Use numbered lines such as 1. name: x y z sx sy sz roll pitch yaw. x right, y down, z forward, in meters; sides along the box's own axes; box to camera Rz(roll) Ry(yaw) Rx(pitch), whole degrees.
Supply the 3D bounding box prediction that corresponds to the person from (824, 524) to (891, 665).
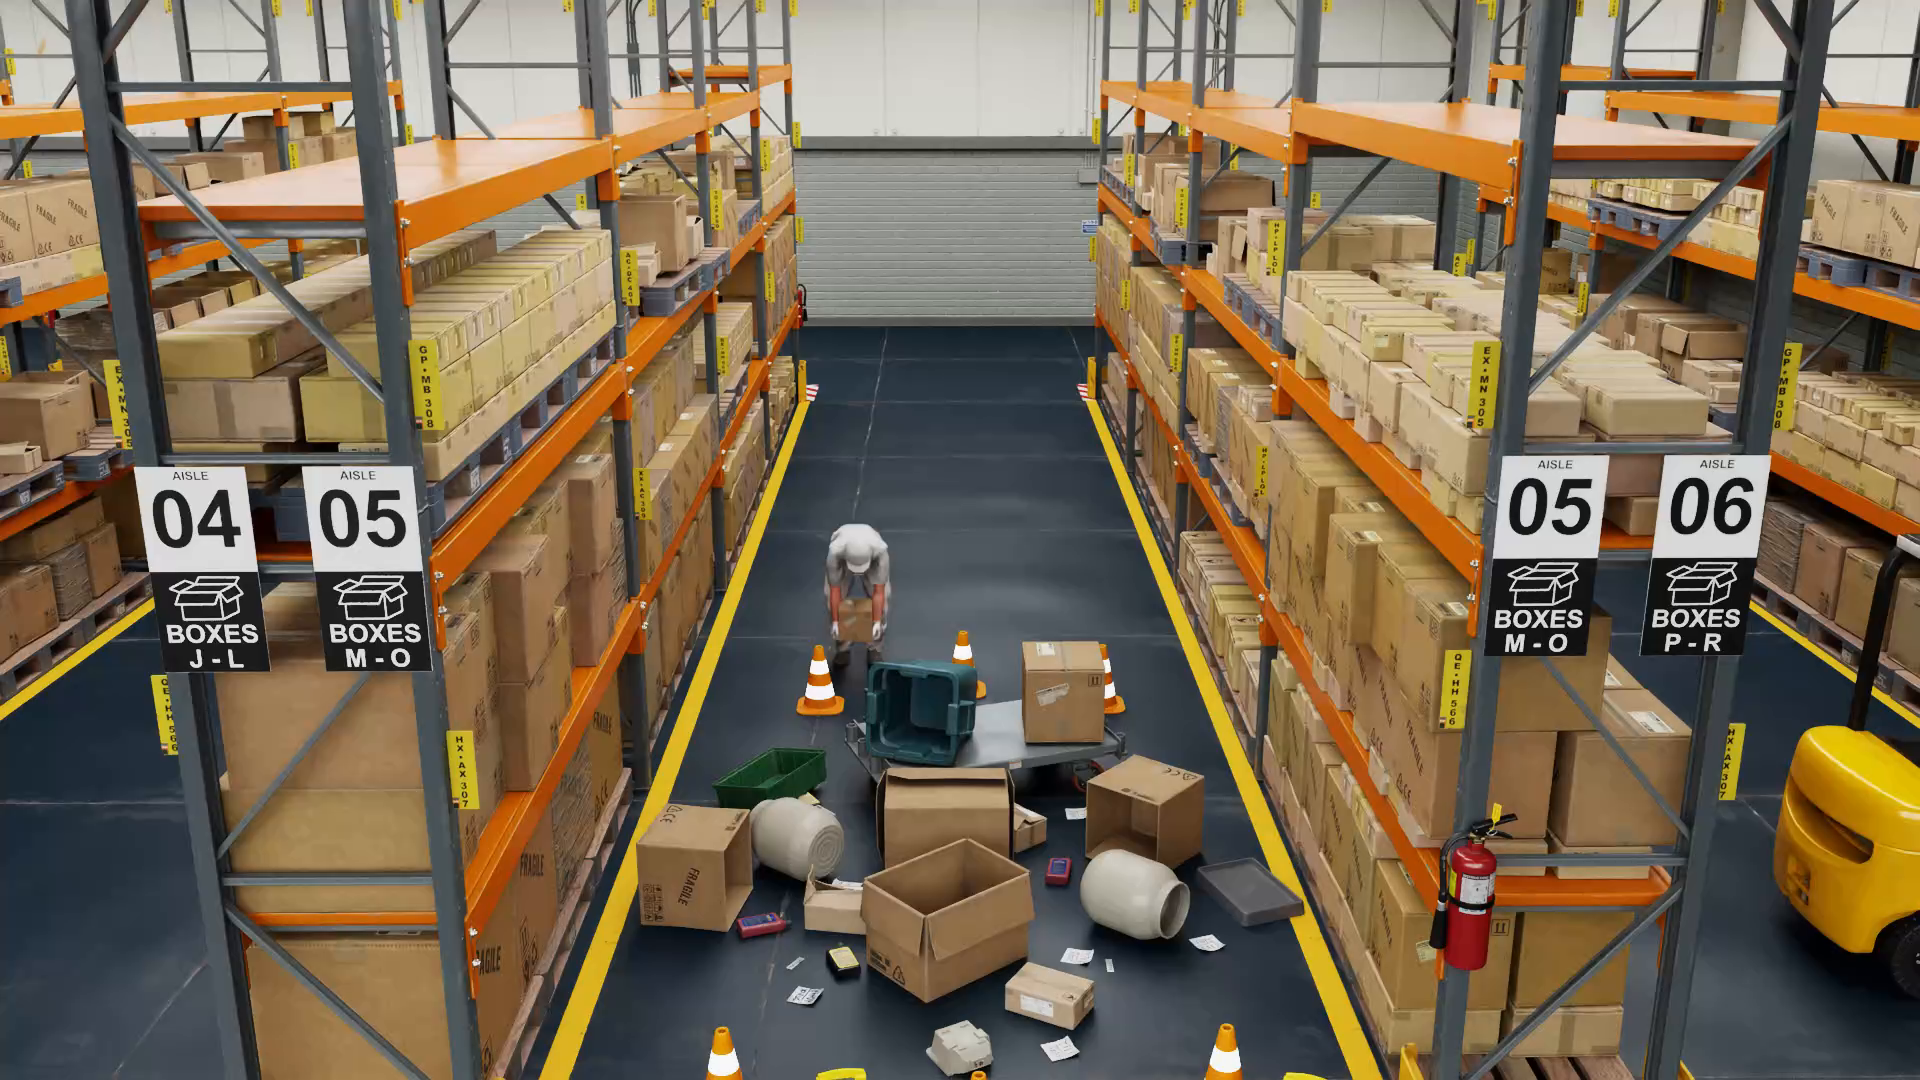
1. person: -0.779 0.429 12.631 0.517 1.180 0.944 -1 17 -3
